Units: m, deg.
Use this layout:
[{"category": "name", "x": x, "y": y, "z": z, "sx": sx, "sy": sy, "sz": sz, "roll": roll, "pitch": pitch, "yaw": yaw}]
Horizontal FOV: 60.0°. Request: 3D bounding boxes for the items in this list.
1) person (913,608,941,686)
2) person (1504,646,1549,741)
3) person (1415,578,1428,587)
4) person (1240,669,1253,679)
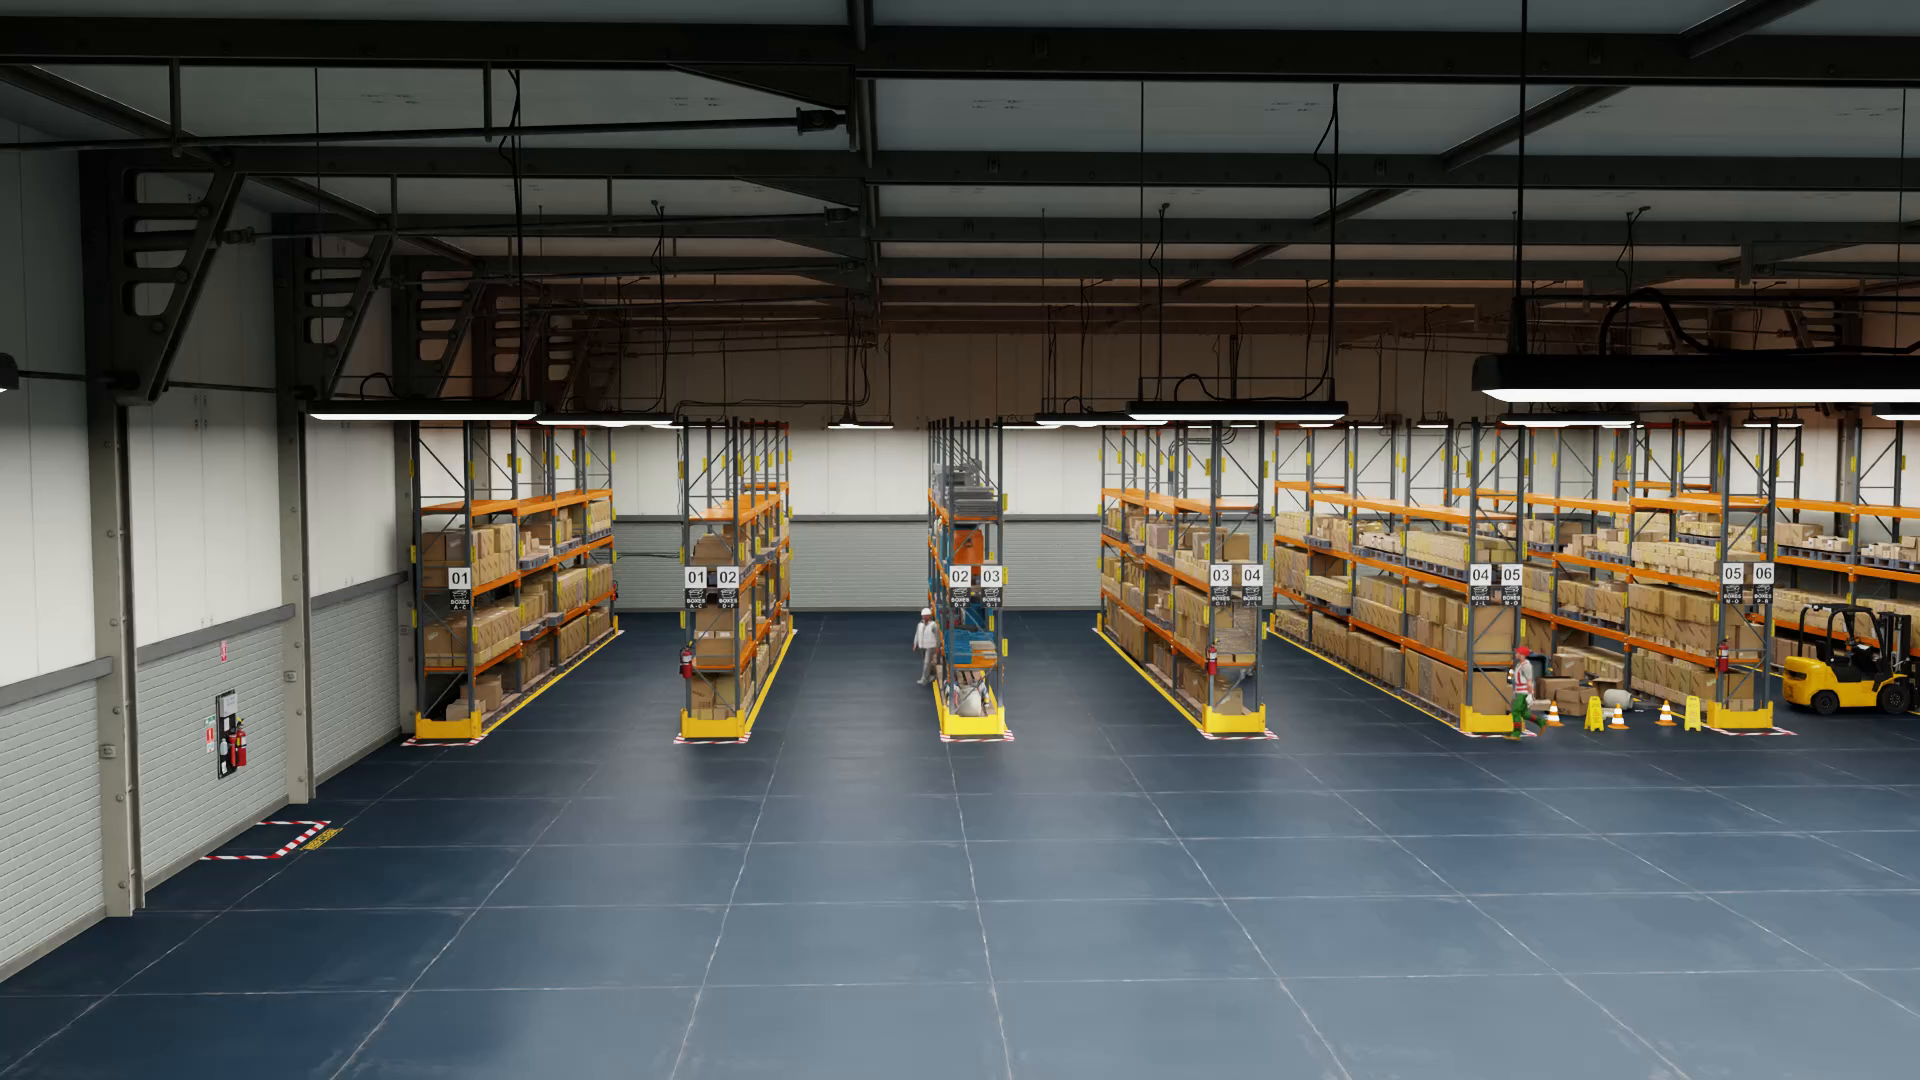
[{"category": "person", "x": -0.769, "y": 2.399, "z": 37.519, "sx": 0.560, "sy": 1.708, "sz": 1.060, "roll": 3, "pitch": 5, "yaw": 40}, {"category": "person", "x": 10.493, "y": 2.833, "z": 30.734, "sx": 0.859, "sy": 1.760, "sz": 0.608, "roll": 0, "pitch": 4, "yaw": 3}, {"category": "person", "x": 12.829, "y": 1.816, "z": 46.290, "sx": 0.520, "sy": 1.705, "sz": 0.973, "roll": -3, "pitch": 5, "yaw": -36}, {"category": "person", "x": 6.722, "y": 2.329, "z": 38.787, "sx": 0.572, "sy": 1.784, "sz": 0.617, "roll": 0, "pitch": 4, "yaw": 1}]
